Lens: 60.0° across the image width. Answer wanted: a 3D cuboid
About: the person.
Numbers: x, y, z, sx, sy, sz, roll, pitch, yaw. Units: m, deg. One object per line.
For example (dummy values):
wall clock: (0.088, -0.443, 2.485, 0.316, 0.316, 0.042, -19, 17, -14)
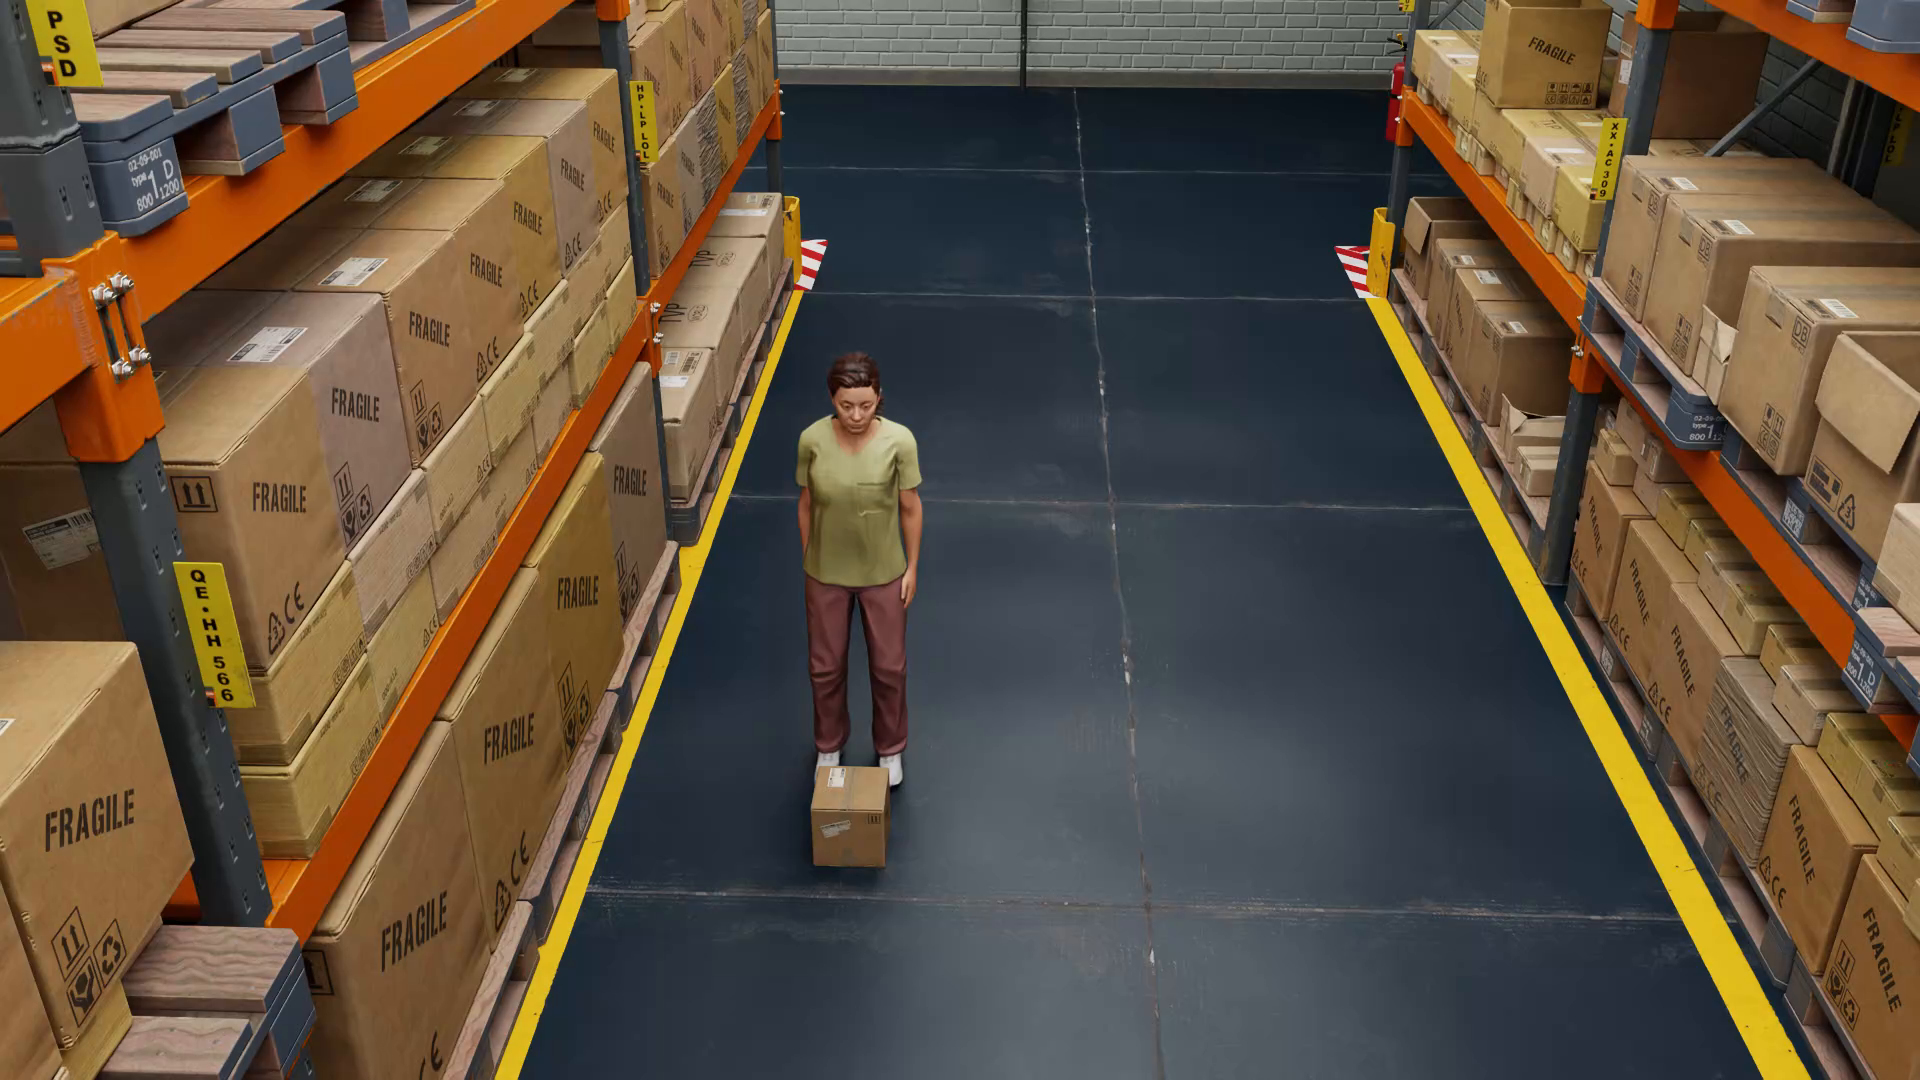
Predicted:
person: (-0.355, 0.138, 5.928, 0.447, 1.624, 0.345, 2, 28, 3)
